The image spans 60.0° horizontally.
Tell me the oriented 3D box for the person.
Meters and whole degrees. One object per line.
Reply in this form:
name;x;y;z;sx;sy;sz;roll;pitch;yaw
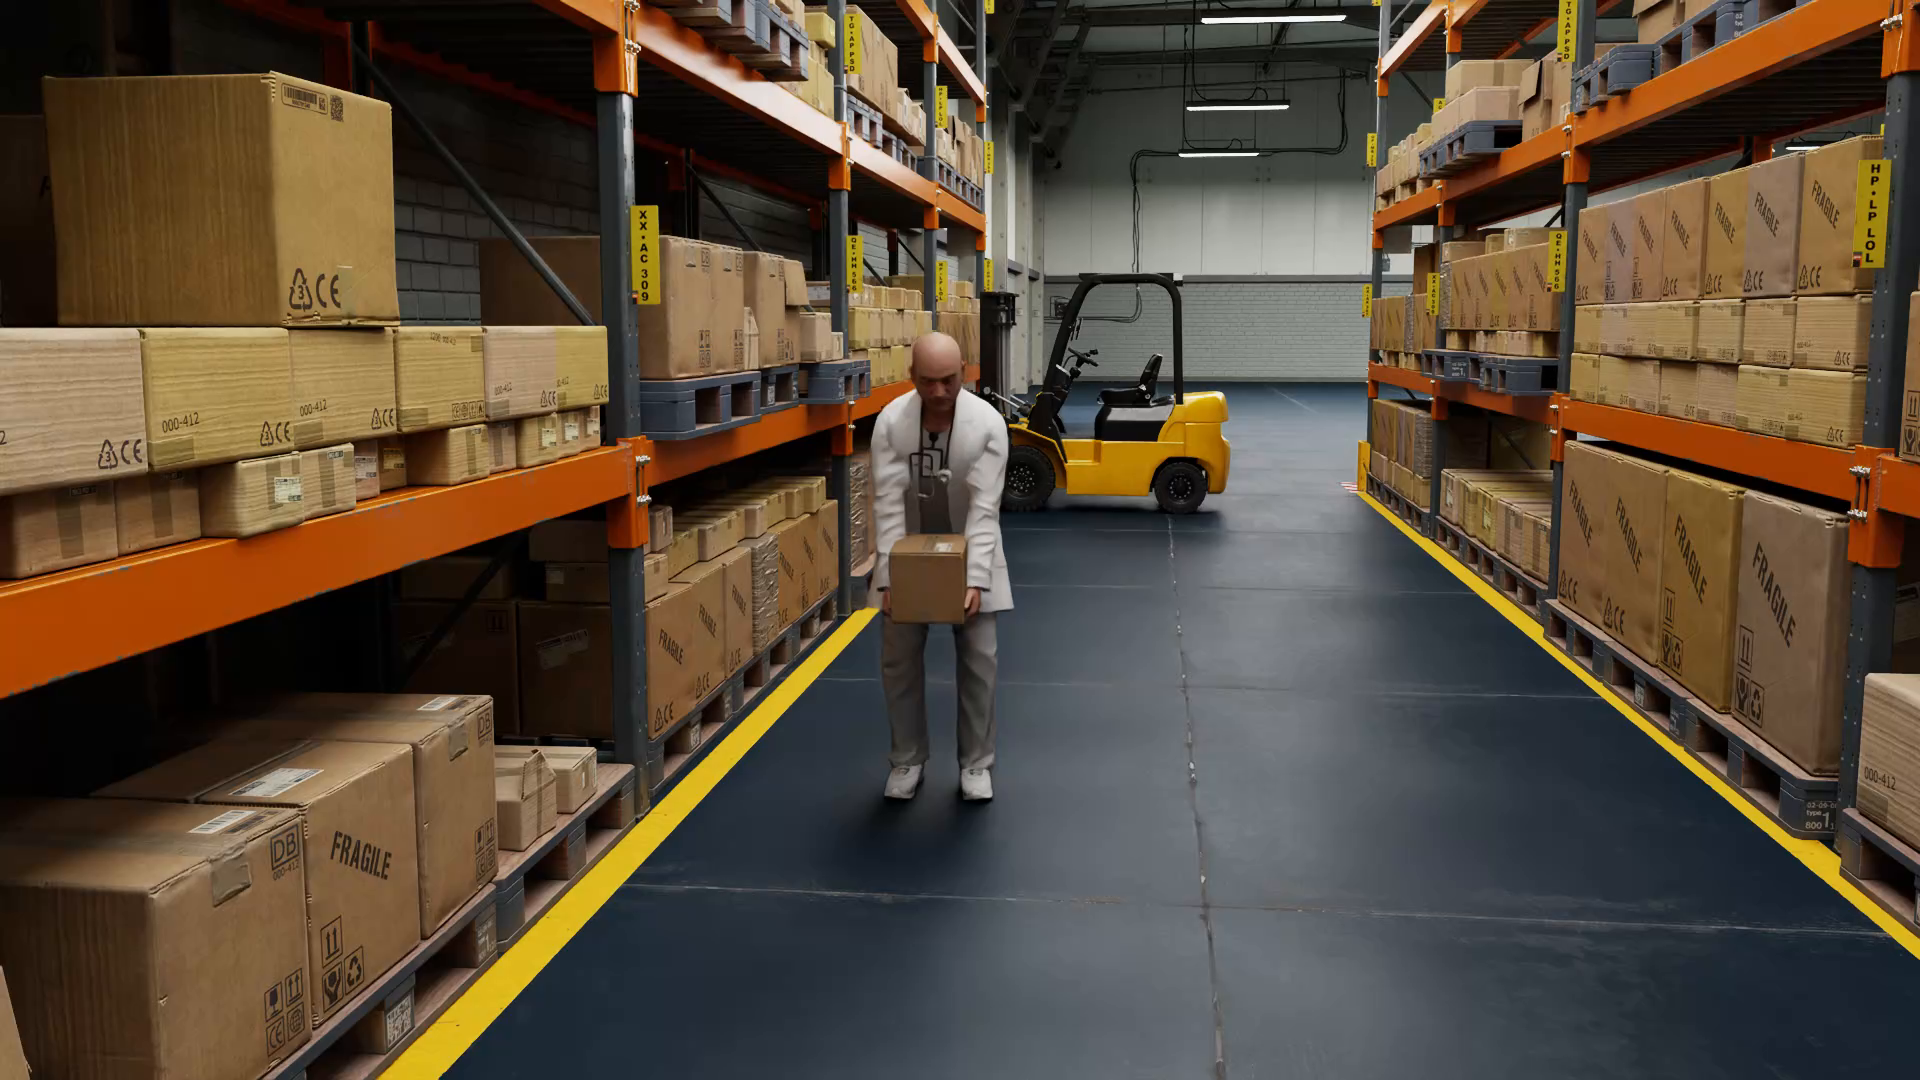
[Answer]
person;-0.094;0.107;5.931;0.517;1.680;0.621;1;7;5
